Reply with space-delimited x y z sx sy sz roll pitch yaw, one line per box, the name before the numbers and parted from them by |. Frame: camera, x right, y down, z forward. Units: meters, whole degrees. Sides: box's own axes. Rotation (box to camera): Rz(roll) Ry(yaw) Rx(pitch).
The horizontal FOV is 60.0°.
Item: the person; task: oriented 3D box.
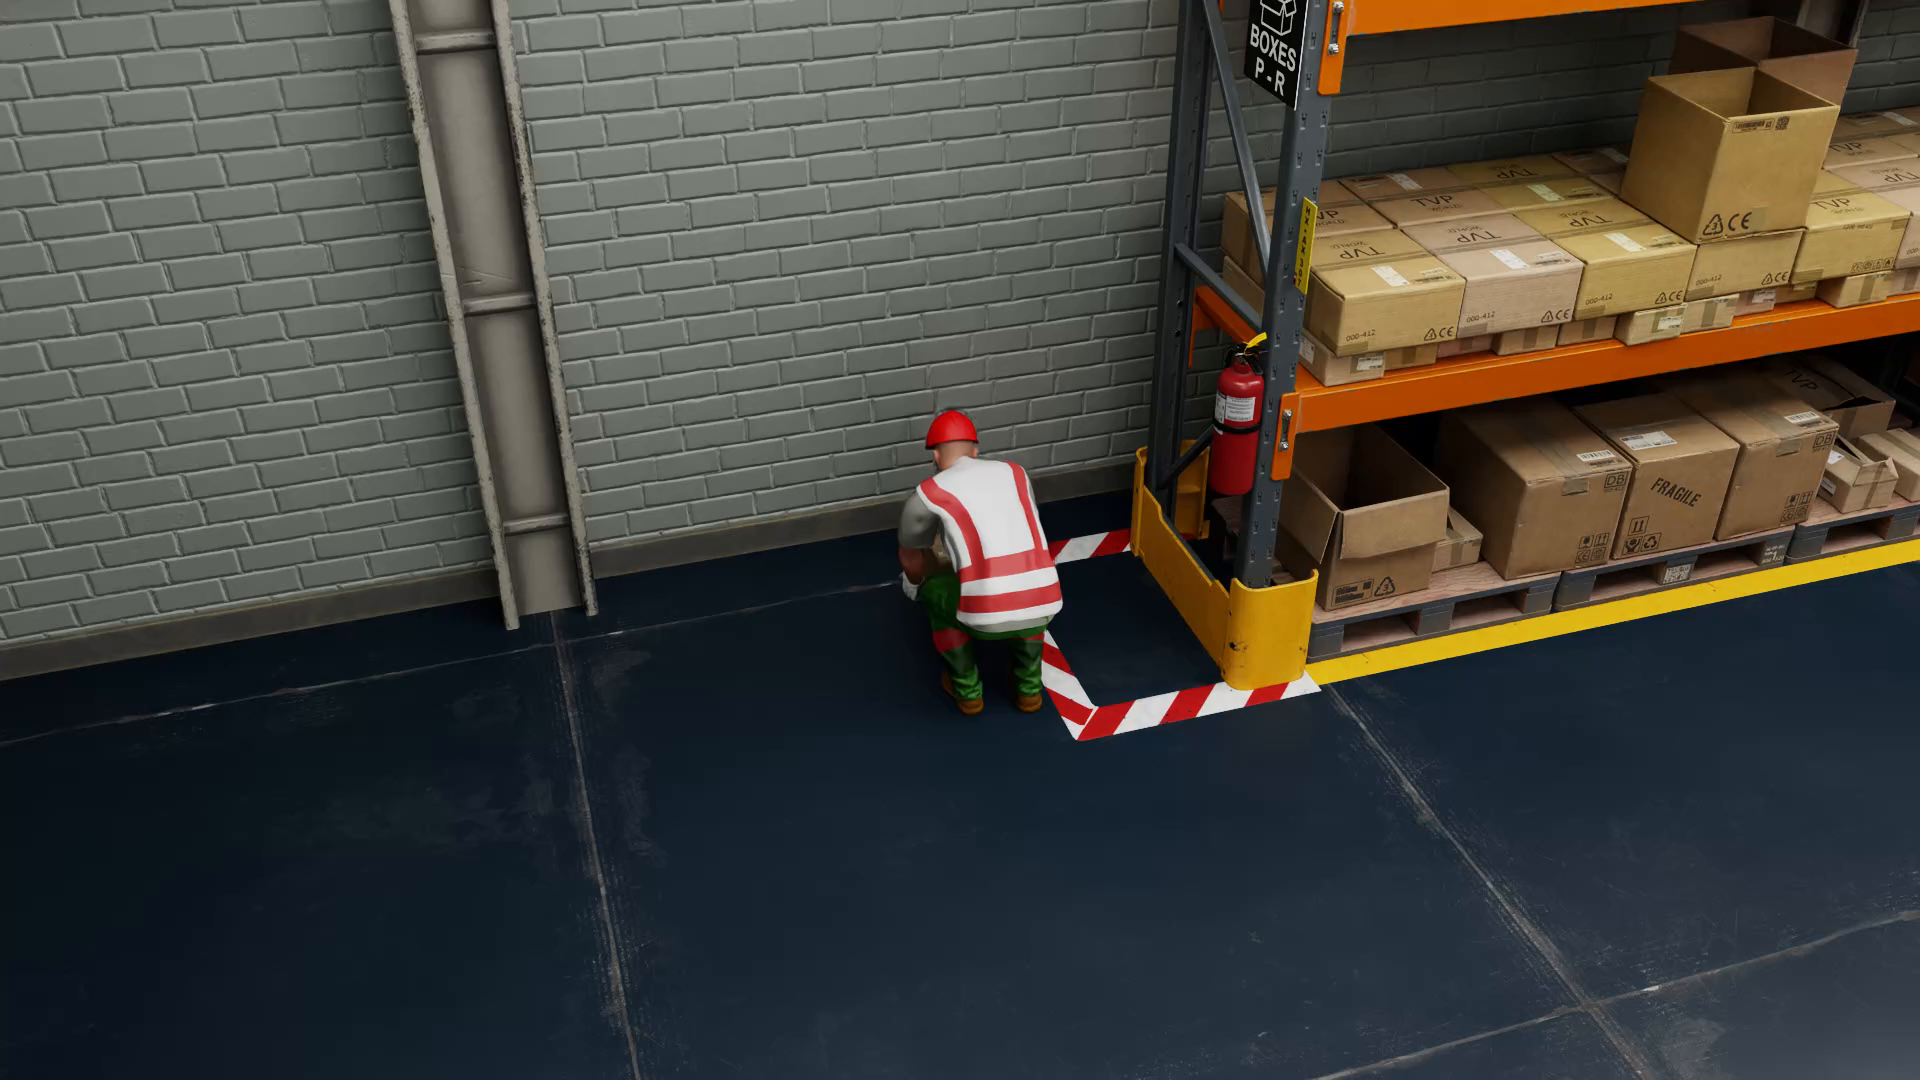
person | 0.072 0.133 6.533 0.582 1.114 0.856 -8 35 -12
